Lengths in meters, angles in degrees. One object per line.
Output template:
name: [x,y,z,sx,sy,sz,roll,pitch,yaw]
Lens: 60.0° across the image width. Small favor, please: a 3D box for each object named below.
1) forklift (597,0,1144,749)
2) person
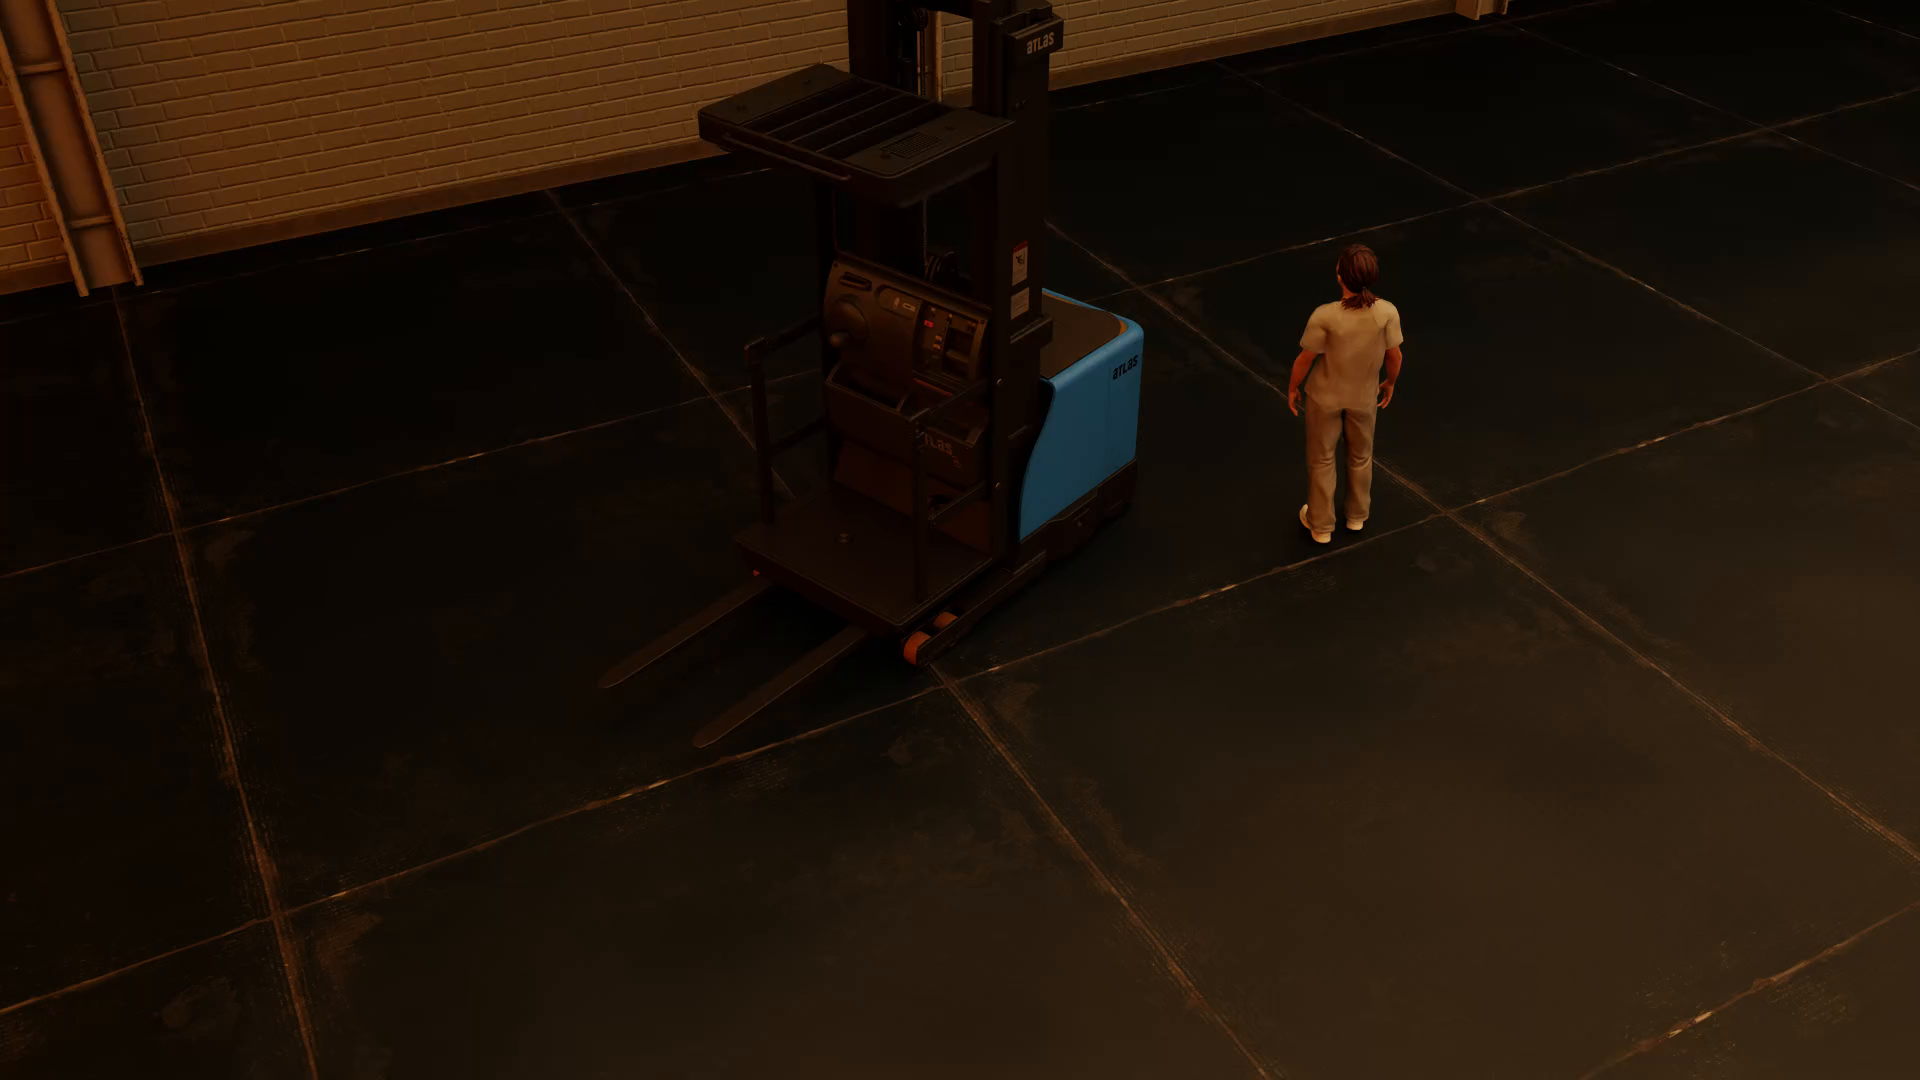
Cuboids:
forklift: [-0.390,-0.927,7.434,1.130,2.935,3.031,26,43,31]
person: [1.888,-0.735,8.248,0.551,1.662,0.548,0,35,0]
